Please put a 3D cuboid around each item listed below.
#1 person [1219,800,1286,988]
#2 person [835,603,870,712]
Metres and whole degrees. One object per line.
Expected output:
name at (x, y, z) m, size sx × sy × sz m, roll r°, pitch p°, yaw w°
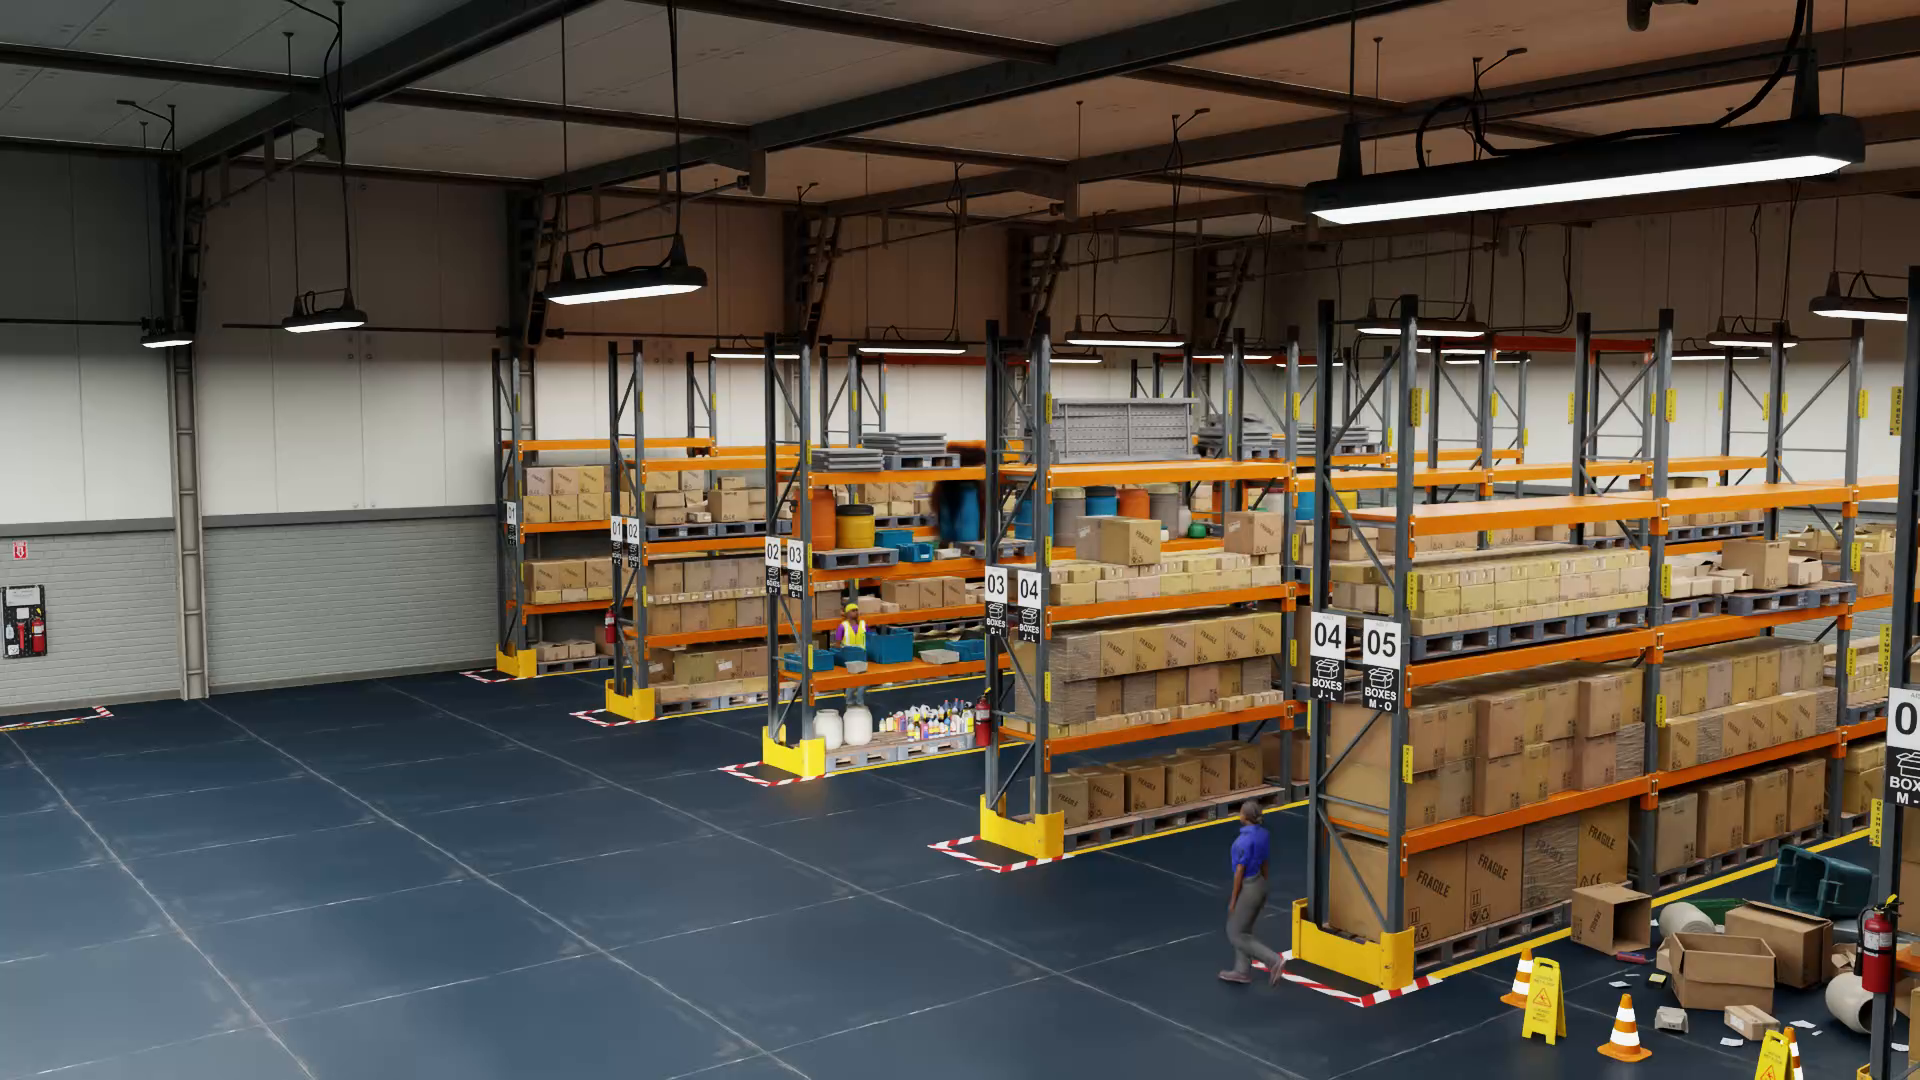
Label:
person at (2.543, 3.069, 14.413) m, size 0.658 × 1.649 × 0.434 m, roll 3°, pitch 6°, yaw 28°
person at (-1.727, 1.919, 27.010) m, size 0.612 × 1.766 × 0.561 m, roll 0°, pitch 5°, yaw 1°
